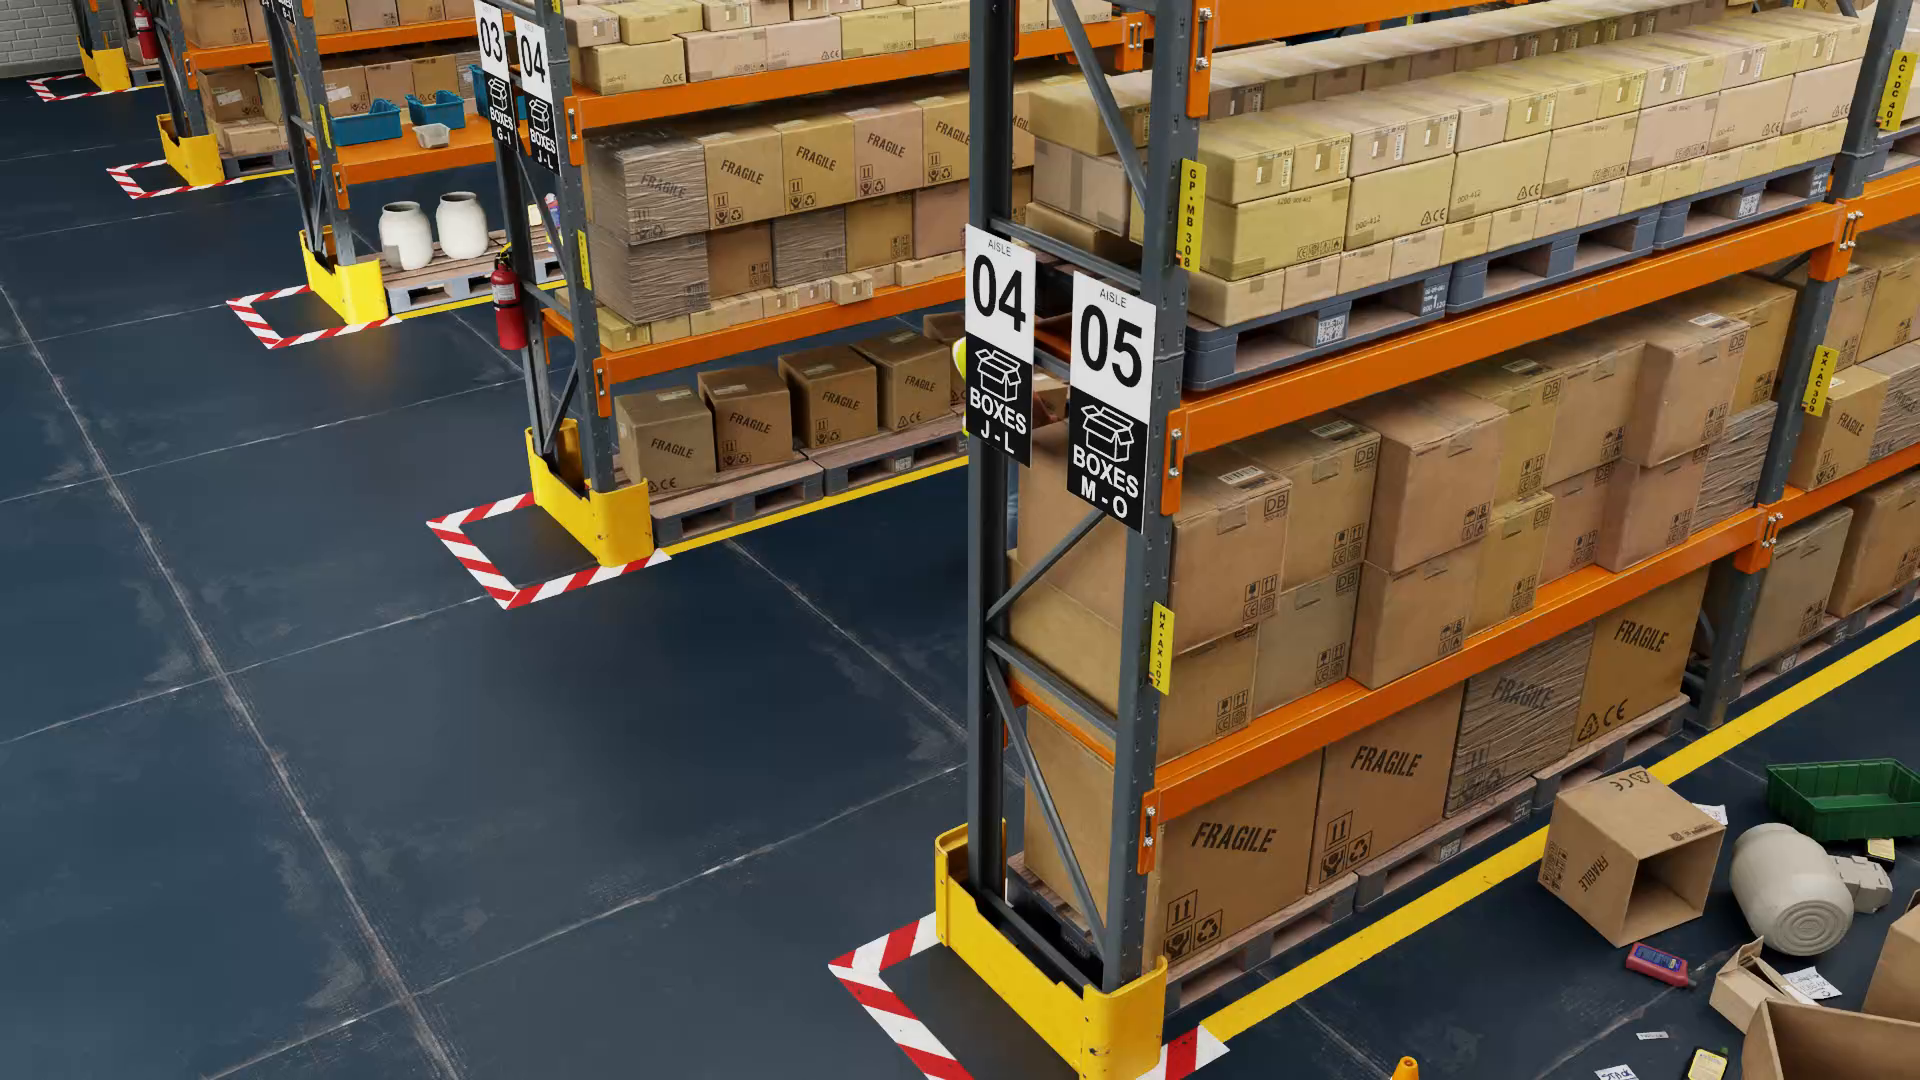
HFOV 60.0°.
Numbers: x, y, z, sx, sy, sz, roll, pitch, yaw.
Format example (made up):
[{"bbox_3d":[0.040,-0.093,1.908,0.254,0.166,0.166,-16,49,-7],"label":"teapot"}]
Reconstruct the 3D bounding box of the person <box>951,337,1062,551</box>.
[{"bbox_3d":[0.281,-0.634,9.770,0.575,1.767,0.510,-19,34,-31],"label":"person"}]
